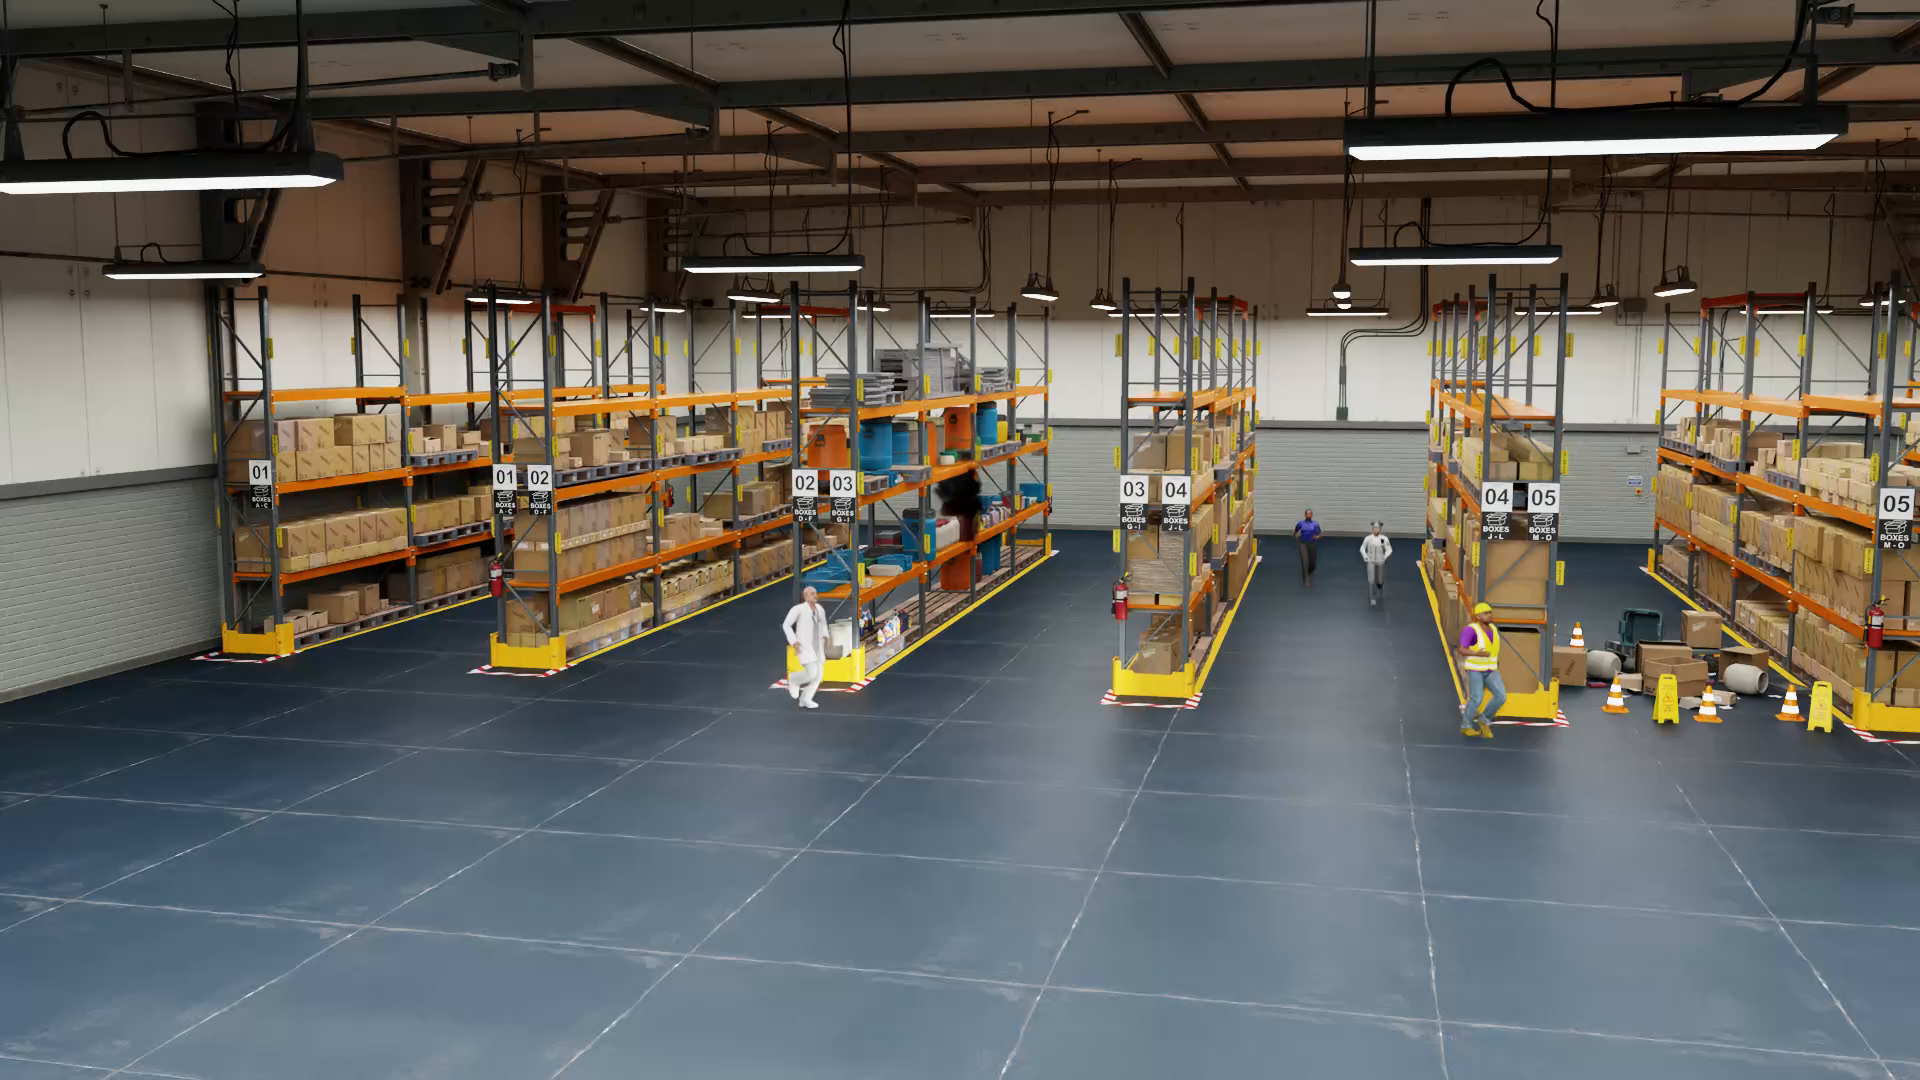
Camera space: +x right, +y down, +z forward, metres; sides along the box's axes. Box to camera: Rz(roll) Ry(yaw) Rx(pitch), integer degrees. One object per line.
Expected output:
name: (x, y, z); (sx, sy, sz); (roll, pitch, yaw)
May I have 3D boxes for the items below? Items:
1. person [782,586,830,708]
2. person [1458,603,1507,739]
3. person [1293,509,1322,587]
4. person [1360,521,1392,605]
person: (-2.105, 1.496, 23.254); (0.633, 1.707, 0.694); (6, 9, 44)
person: (6.727, 1.695, 21.344); (0.703, 1.781, 0.627); (-3, 7, -21)
person: (7.355, 0.151, 35.197); (0.588, 1.623, 0.841); (1, 7, 7)
person: (8.162, 0.433, 32.669); (0.615, 1.647, 0.589); (2, 7, 15)
